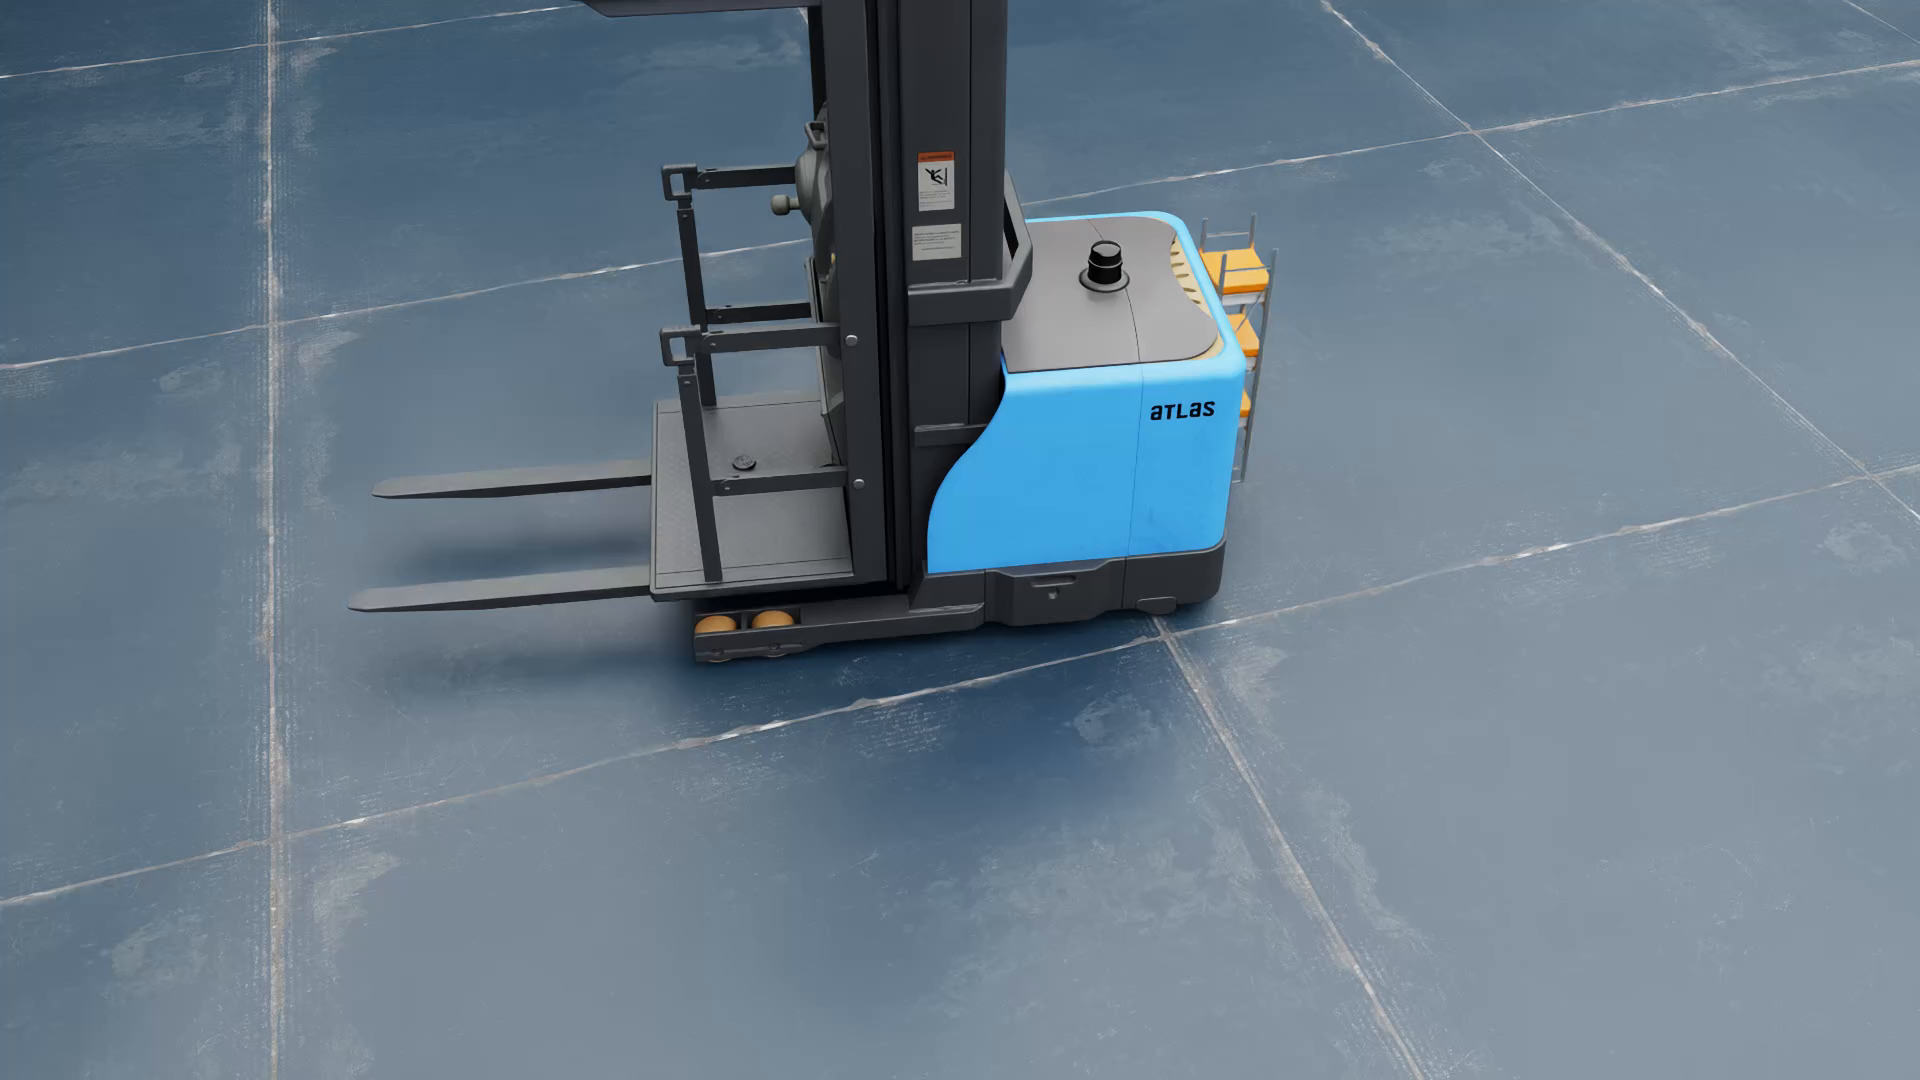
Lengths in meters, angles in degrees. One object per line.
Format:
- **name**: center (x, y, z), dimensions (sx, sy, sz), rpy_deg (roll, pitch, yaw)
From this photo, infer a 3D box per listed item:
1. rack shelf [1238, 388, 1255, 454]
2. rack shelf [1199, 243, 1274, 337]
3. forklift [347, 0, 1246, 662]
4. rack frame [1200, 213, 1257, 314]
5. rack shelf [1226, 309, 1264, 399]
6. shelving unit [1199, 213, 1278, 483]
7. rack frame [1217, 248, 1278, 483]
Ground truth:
- **rack shelf**: center (0.994, -0.475, 6.435), dimensions (0.215, 0.259, 0.240), rpy_deg (-6, 42, -7)
- **rack shelf**: center (0.994, -0.898, 6.065), dimensions (0.215, 0.259, 0.240), rpy_deg (-6, 42, -7)
- **forklift**: center (-0.624, -1.050, 5.225), dimensions (3.031, 2.935, 1.130), rpy_deg (-5, 41, -6)
- **rack frame**: center (0.973, -0.772, 6.335), dimensions (0.200, 1.050, 0.008), rpy_deg (-6, 42, -7)
- **rack shelf**: center (0.994, -0.685, 6.252), dimensions (0.215, 0.259, 0.240), rpy_deg (-6, 42, -7)
- **shelving unit**: center (0.994, -0.693, 6.245), dimensions (0.215, 1.050, 0.252), rpy_deg (-6, 42, -7)
- **rack frame**: center (1.014, -0.614, 6.154), dimensions (0.200, 1.050, 0.008), rpy_deg (-6, 42, -7)
